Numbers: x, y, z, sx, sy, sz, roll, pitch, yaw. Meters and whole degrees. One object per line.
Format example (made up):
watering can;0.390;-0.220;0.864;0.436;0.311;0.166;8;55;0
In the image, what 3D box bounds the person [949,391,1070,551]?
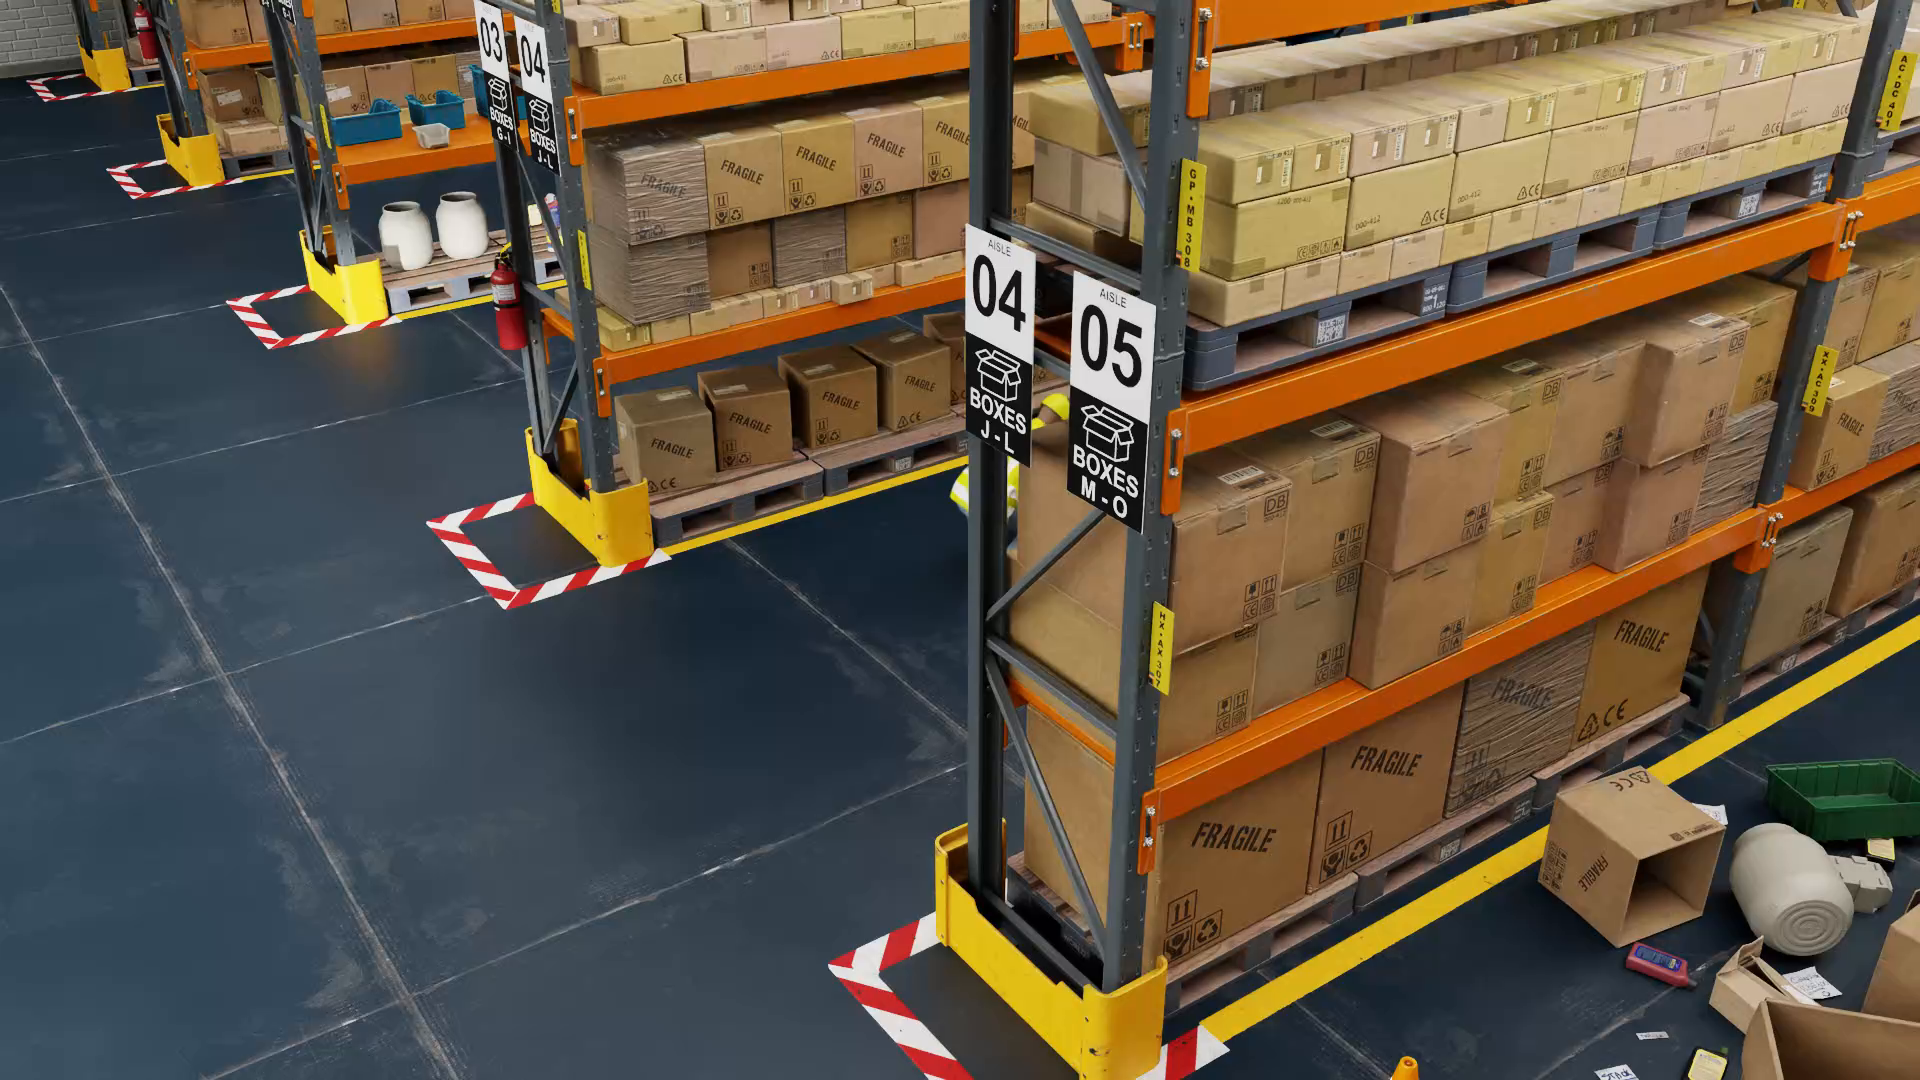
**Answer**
person;0.370;-0.333;10.012;0.946;1.010;0.527;-20;34;-32
